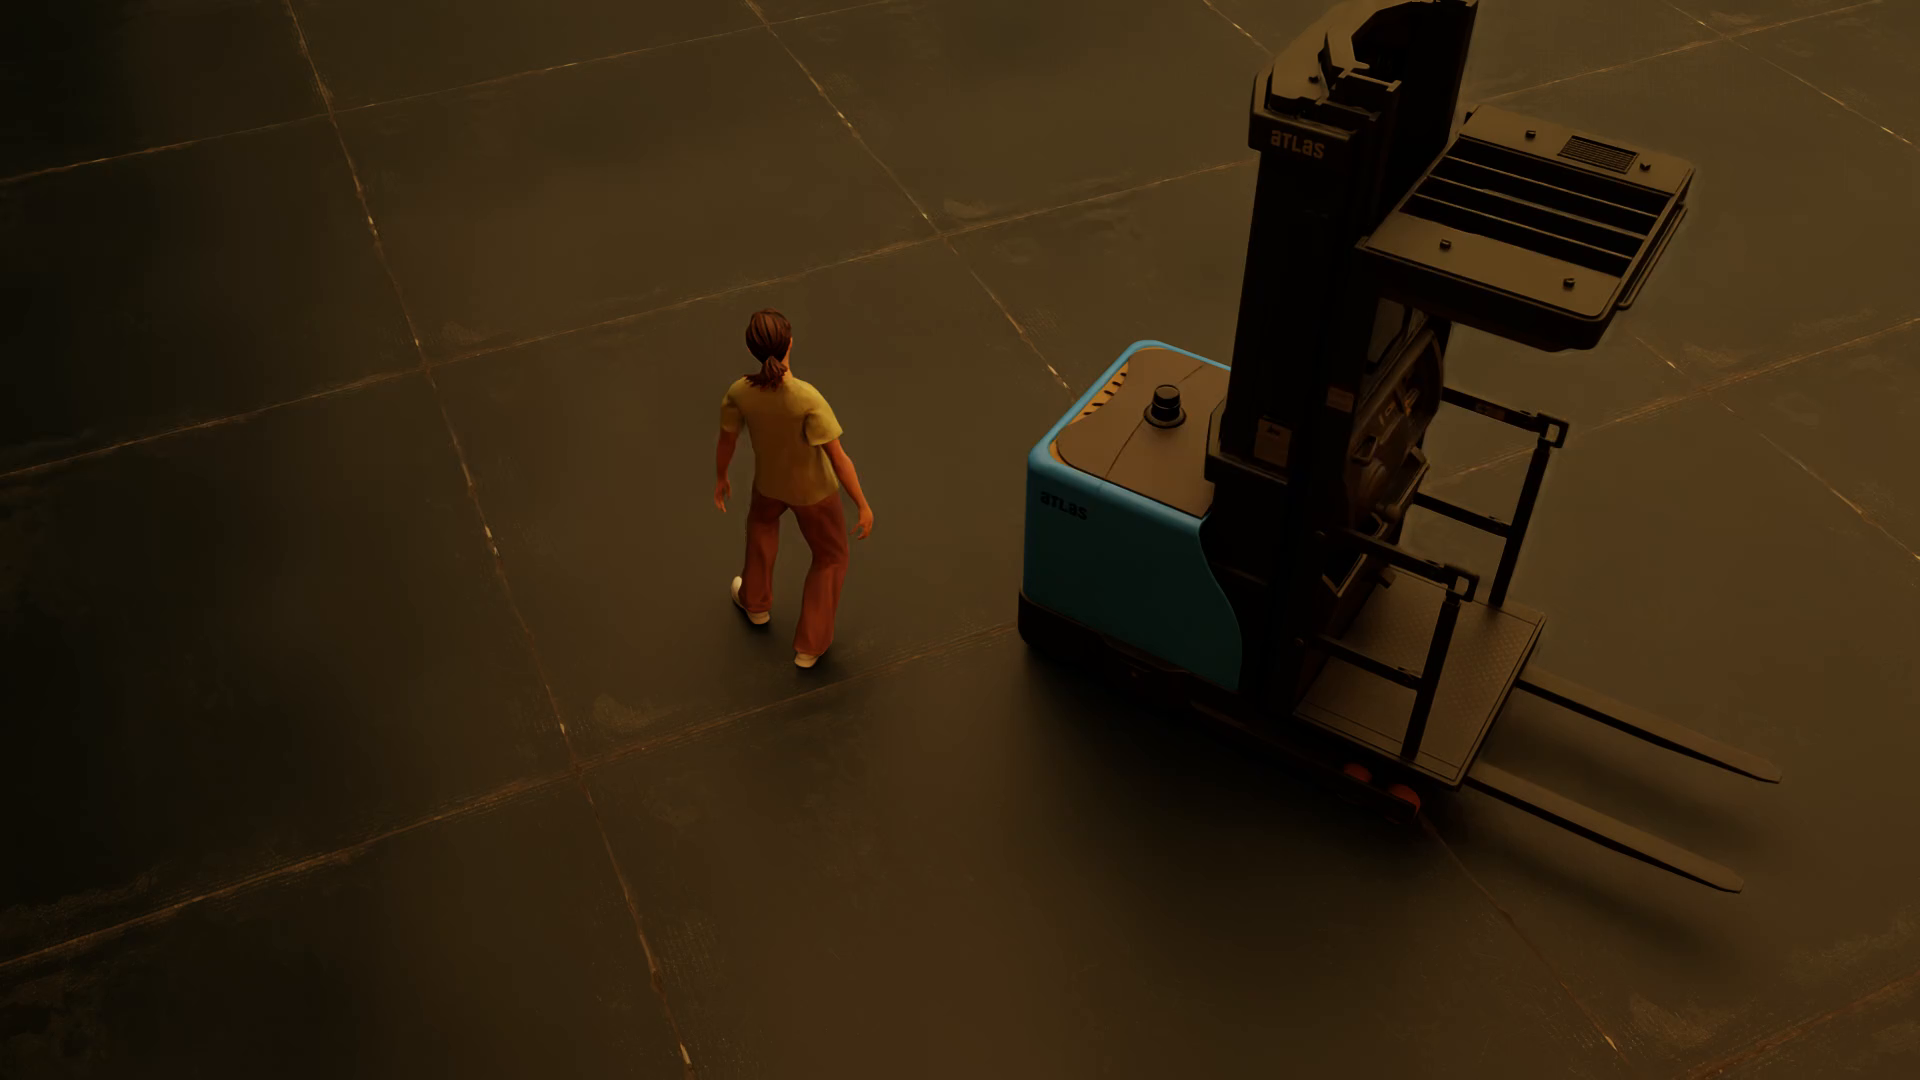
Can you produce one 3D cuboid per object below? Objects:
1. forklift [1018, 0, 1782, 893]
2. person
[{"bbox_3d":[1.772,-0.359,6.065,3.031,2.935,1.130,24,48,23],"label":"forklift"},{"bbox_3d":[-0.711,-0.183,6.878,0.814,1.651,0.463,19,46,19],"label":"person"}]
